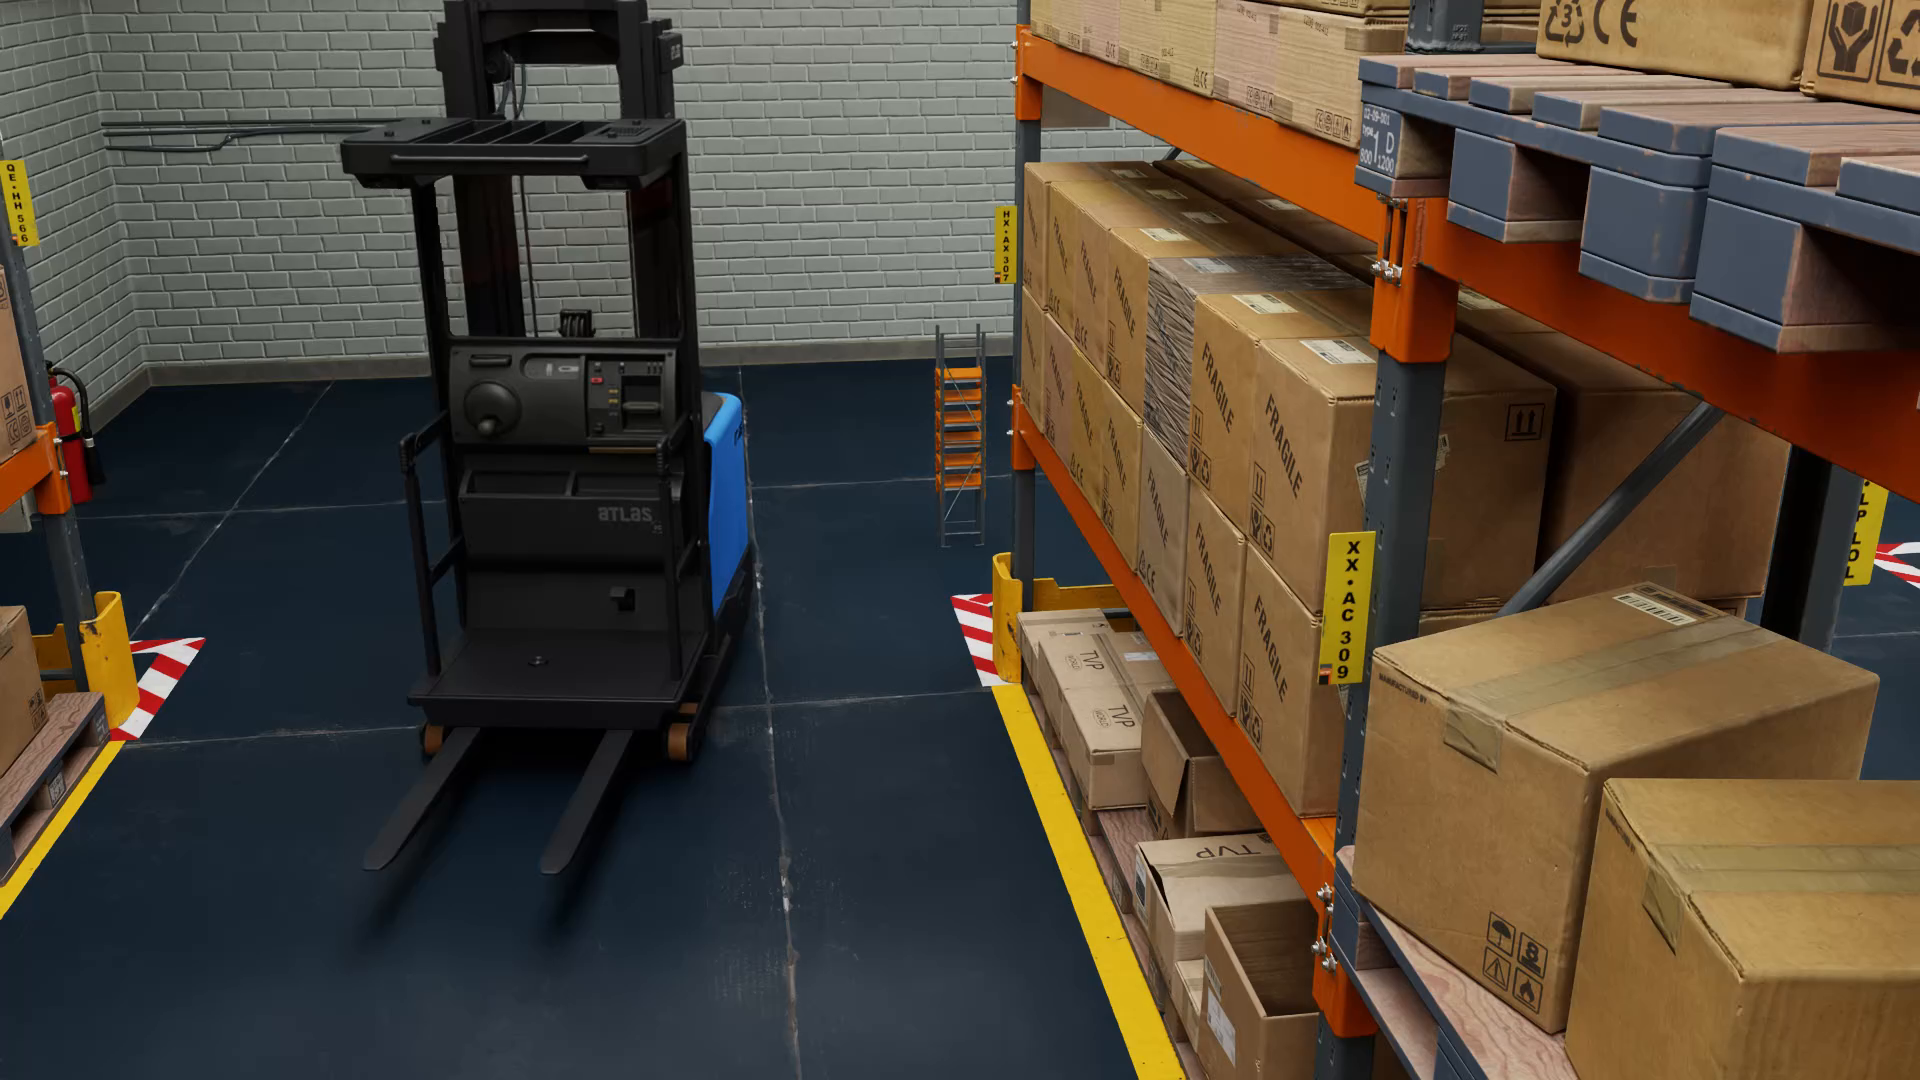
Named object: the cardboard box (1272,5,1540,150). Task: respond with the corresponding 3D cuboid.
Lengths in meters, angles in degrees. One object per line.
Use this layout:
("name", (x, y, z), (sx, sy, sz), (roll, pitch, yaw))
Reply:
("cardboard box", (0.977, -0.976, 3.470), (0.500, 0.250, 0.500), (-3, 21, -8))

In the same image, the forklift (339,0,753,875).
("forklift", (-1.622, -0.579, 6.576), (1.130, 2.935, 3.031), (1, 20, 2))

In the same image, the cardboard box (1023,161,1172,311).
("cardboard box", (0.537, -1.219, 6.622), (0.500, 0.500, 0.500), (-2, 21, -6))

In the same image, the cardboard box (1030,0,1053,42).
("cardboard box", (0.557, -2.015, 6.252), (0.500, 0.250, 0.500), (-3, 21, -8))

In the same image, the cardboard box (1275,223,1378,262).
("cardboard box", (1.297, -0.714, 5.269), (0.500, 0.500, 0.500), (-2, 21, -6))

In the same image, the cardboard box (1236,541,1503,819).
("cardboard box", (0.985, 0.307, 3.965), (0.500, 0.500, 0.500), (-3, 21, -7))

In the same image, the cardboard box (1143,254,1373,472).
("cardboard box", (0.833, -0.515, 4.736), (0.500, 0.500, 0.500), (-3, 21, -7))

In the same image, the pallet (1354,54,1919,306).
("pallet", (1.335, -0.574, 2.447), (1.213, 0.211, 1.003), (-3, 21, -8))

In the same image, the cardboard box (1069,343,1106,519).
("cardboard box", (0.686, -0.399, 5.854), (0.500, 0.500, 0.500), (-3, 21, -8))

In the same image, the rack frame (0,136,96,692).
("rack frame", (-4.167, -0.620, 6.589), (1.000, 3.000, 0.127), (-3, 21, -8))

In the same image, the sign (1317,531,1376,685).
("sign", (0.775, 0.138, 3.321), (0.100, 0.325, 0.005), (-3, 21, -8))

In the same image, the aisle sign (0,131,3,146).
("aisle sign", (-3.881, -1.878, 6.241), (0.394, 0.787, 0.004), (-3, 21, -8))

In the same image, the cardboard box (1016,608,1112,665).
("cardboard box", (0.454, 0.421, 7.249), (0.380, 0.149, 0.250), (-3, 21, -8))

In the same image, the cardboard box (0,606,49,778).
("cardboard box", (-3.967, 0.592, 6.317), (0.700, 0.500, 0.500), (-3, 21, -8))

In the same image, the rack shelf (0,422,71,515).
("rack shelf", (-3.879, 0.410, 4.861), (1.077, 0.370, 4.000), (-3, 21, -8))

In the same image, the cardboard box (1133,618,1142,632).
("cardboard box", (1.056, 0.270, 7.151), (0.500, 0.500, 0.500), (-3, 21, -8))

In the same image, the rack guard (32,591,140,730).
("rack guard", (-4.171, 0.543, 7.049), (1.175, 0.500, 0.348), (-3, 21, -8))

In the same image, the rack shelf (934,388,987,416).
("rack shelf", (0.002, -0.740, 8.924), (0.258, 0.103, 0.180), (-3, 21, -8))

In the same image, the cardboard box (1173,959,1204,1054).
("cardboard box", (0.834, 1.333, 4.804), (0.380, 0.149, 0.250), (-3, 21, -8))

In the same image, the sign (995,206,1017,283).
("sign", (0.197, -1.249, 7.036), (0.100, 0.325, 0.005), (-3, 21, -8))

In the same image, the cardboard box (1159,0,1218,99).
("cardboard box", (0.835, -1.322, 4.397), (0.500, 0.250, 0.500), (-3, 21, -8))

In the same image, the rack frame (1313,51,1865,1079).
("rack frame", (1.311, 0.514, 3.553), (1.000, 3.000, 0.127), (-3, 21, -8))

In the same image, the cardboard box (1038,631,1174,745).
("cardboard box", (0.604, 0.587, 6.660), (0.500, 0.250, 0.500), (-3, 21, -8))

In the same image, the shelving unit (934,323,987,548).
("shelving unit", (0.002, -0.557, 8.993), (0.258, 1.200, 0.189), (-3, 21, -8))

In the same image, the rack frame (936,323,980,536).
("rack frame", (-0.011, -0.589, 9.078), (0.240, 1.200, 0.006), (-3, 21, -8))

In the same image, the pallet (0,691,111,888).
("pallet", (-3.975, 0.959, 6.346), (1.003, 0.211, 1.213), (-3, 21, -8))

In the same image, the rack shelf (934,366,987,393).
("rack shelf", (0.002, -0.853, 8.882), (0.258, 0.103, 0.180), (-3, 21, -8))

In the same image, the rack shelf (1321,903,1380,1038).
("rack shelf", (1.599, 1.543, 1.825), (1.077, 0.370, 4.000), (-3, 21, -8))

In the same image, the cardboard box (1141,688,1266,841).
("cardboard box", (1.035, 0.827, 5.654), (0.797, 0.503, 0.637), (-3, 21, -8))

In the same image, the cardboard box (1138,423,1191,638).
("cardboard box", (0.833, -0.049, 4.918), (0.500, 0.500, 0.500), (-2, 21, -7))

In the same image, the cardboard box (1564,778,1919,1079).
("cardboard box", (1.320, 0.680, 2.364), (0.700, 0.500, 0.500), (0, 20, 1))

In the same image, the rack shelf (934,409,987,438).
("rack shelf", (0.002, -0.628, 8.966), (0.258, 0.103, 0.180), (-3, 21, -8))

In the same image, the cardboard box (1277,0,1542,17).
("cardboard box", (0.972, -1.210, 3.381), (0.500, 0.250, 0.500), (-3, 21, -8))

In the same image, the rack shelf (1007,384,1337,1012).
("rack shelf", (1.022, 0.158, 5.533), (1.077, 0.370, 4.000), (-3, 21, -8))

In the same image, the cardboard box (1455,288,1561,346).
("cardboard box", (1.446, -0.357, 4.314), (0.500, 0.500, 0.500), (-4, 21, -9))

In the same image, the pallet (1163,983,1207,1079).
("pallet", (1.213, 1.582, 4.678), (1.003, 0.211, 1.213), (-3, 21, -8))

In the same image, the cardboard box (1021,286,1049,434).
("cardboard box", (0.537, -0.751, 6.797), (0.500, 0.500, 0.500), (-2, 21, -7))

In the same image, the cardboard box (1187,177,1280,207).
("cardboard box", (1.144, -1.071, 6.225), (0.500, 0.500, 0.500), (-2, 21, -6))

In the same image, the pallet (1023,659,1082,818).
("pallet", (0.861, 0.738, 6.940), (1.003, 0.211, 1.213), (-3, 21, -8))

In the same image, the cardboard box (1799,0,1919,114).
("cardboard box", (1.429, -0.773, 1.827), (0.600, 0.600, 0.600), (-3, 21, -8))

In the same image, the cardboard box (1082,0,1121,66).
("cardboard box", (0.690, -1.669, 5.324), (0.500, 0.250, 0.500), (-3, 21, -8))

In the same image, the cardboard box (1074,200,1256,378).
("cardboard box", (0.687, -0.865, 5.674), (0.500, 0.500, 0.500), (-3, 21, -7))

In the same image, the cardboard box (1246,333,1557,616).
("cardboard box", (0.982, -0.163, 3.795), (0.500, 0.500, 0.500), (-3, 21, -7))
